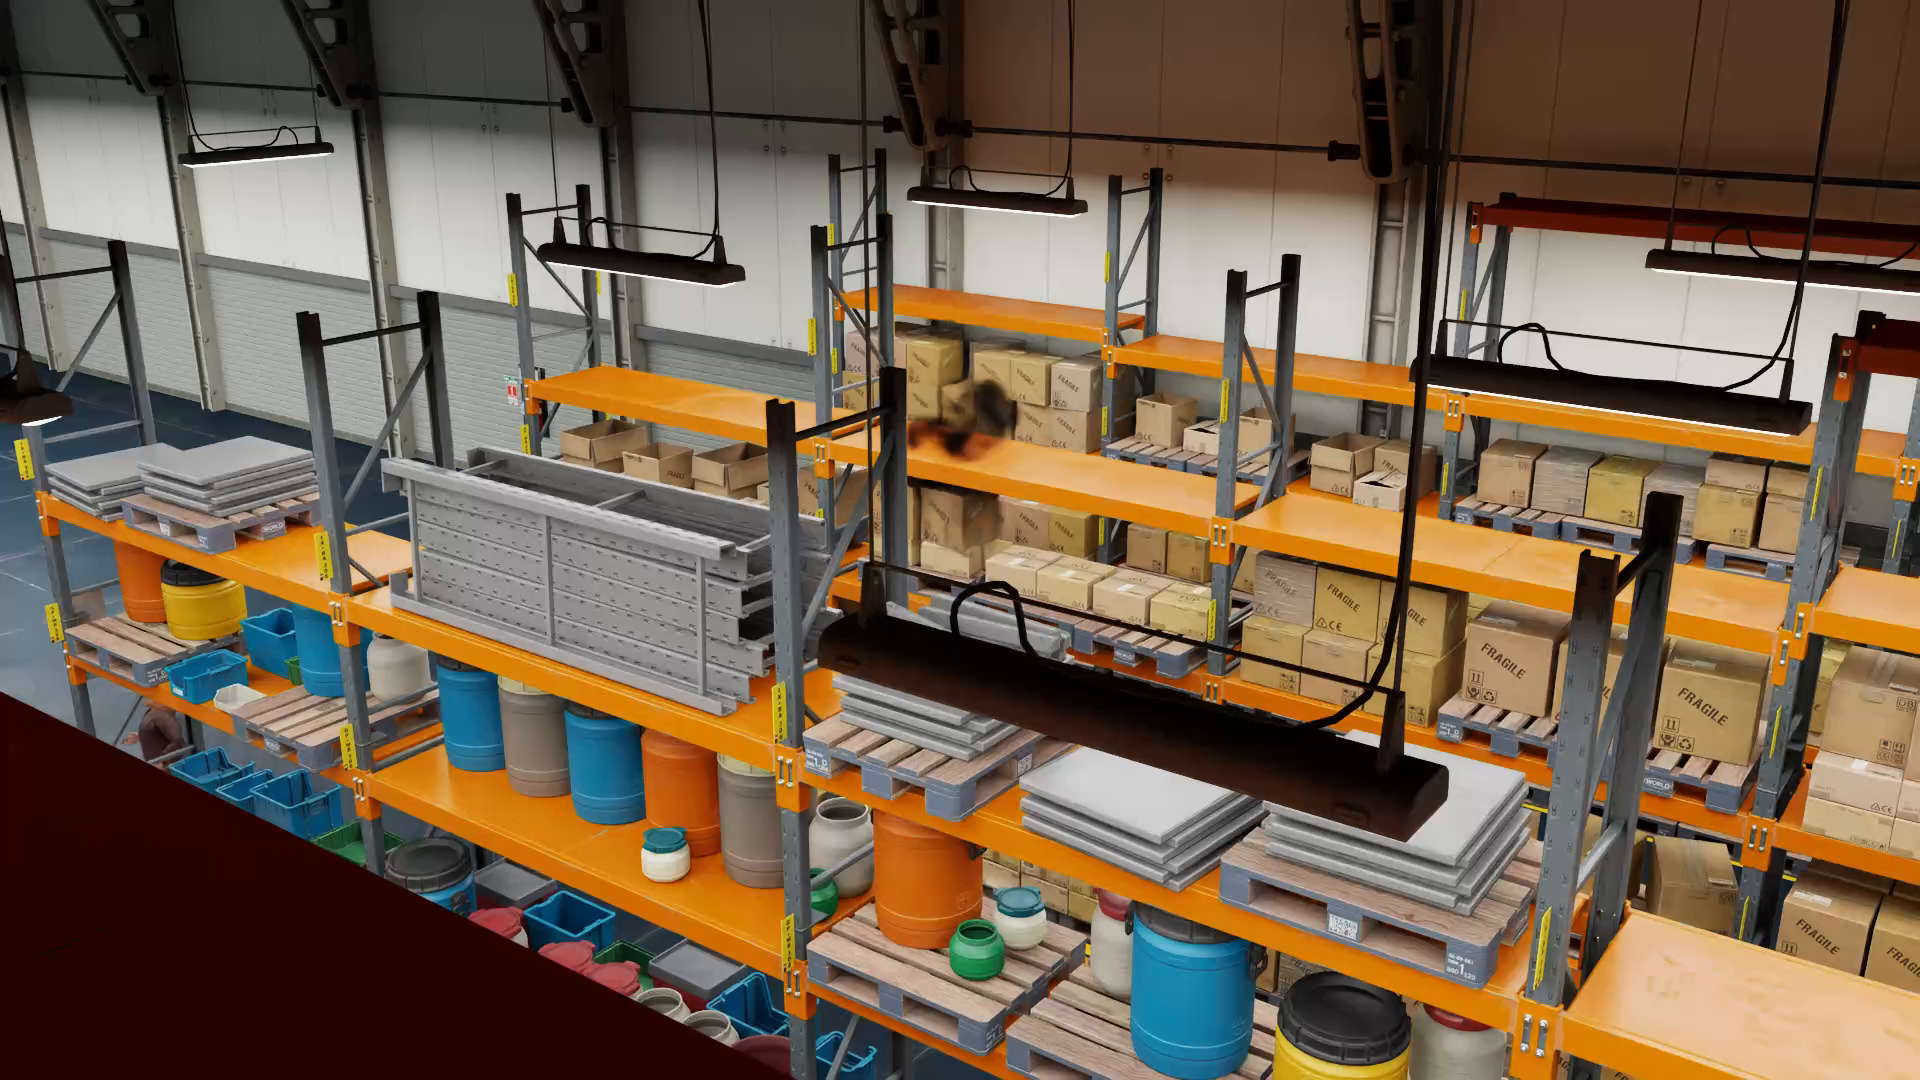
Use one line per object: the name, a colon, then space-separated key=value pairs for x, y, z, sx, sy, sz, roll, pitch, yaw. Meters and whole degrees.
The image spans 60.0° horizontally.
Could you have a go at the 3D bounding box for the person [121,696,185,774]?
person: x=-7.524 y=2.176 z=15.808 sx=1.042 sy=1.790 sz=0.710 roll=-4 pitch=19 yaw=-12
